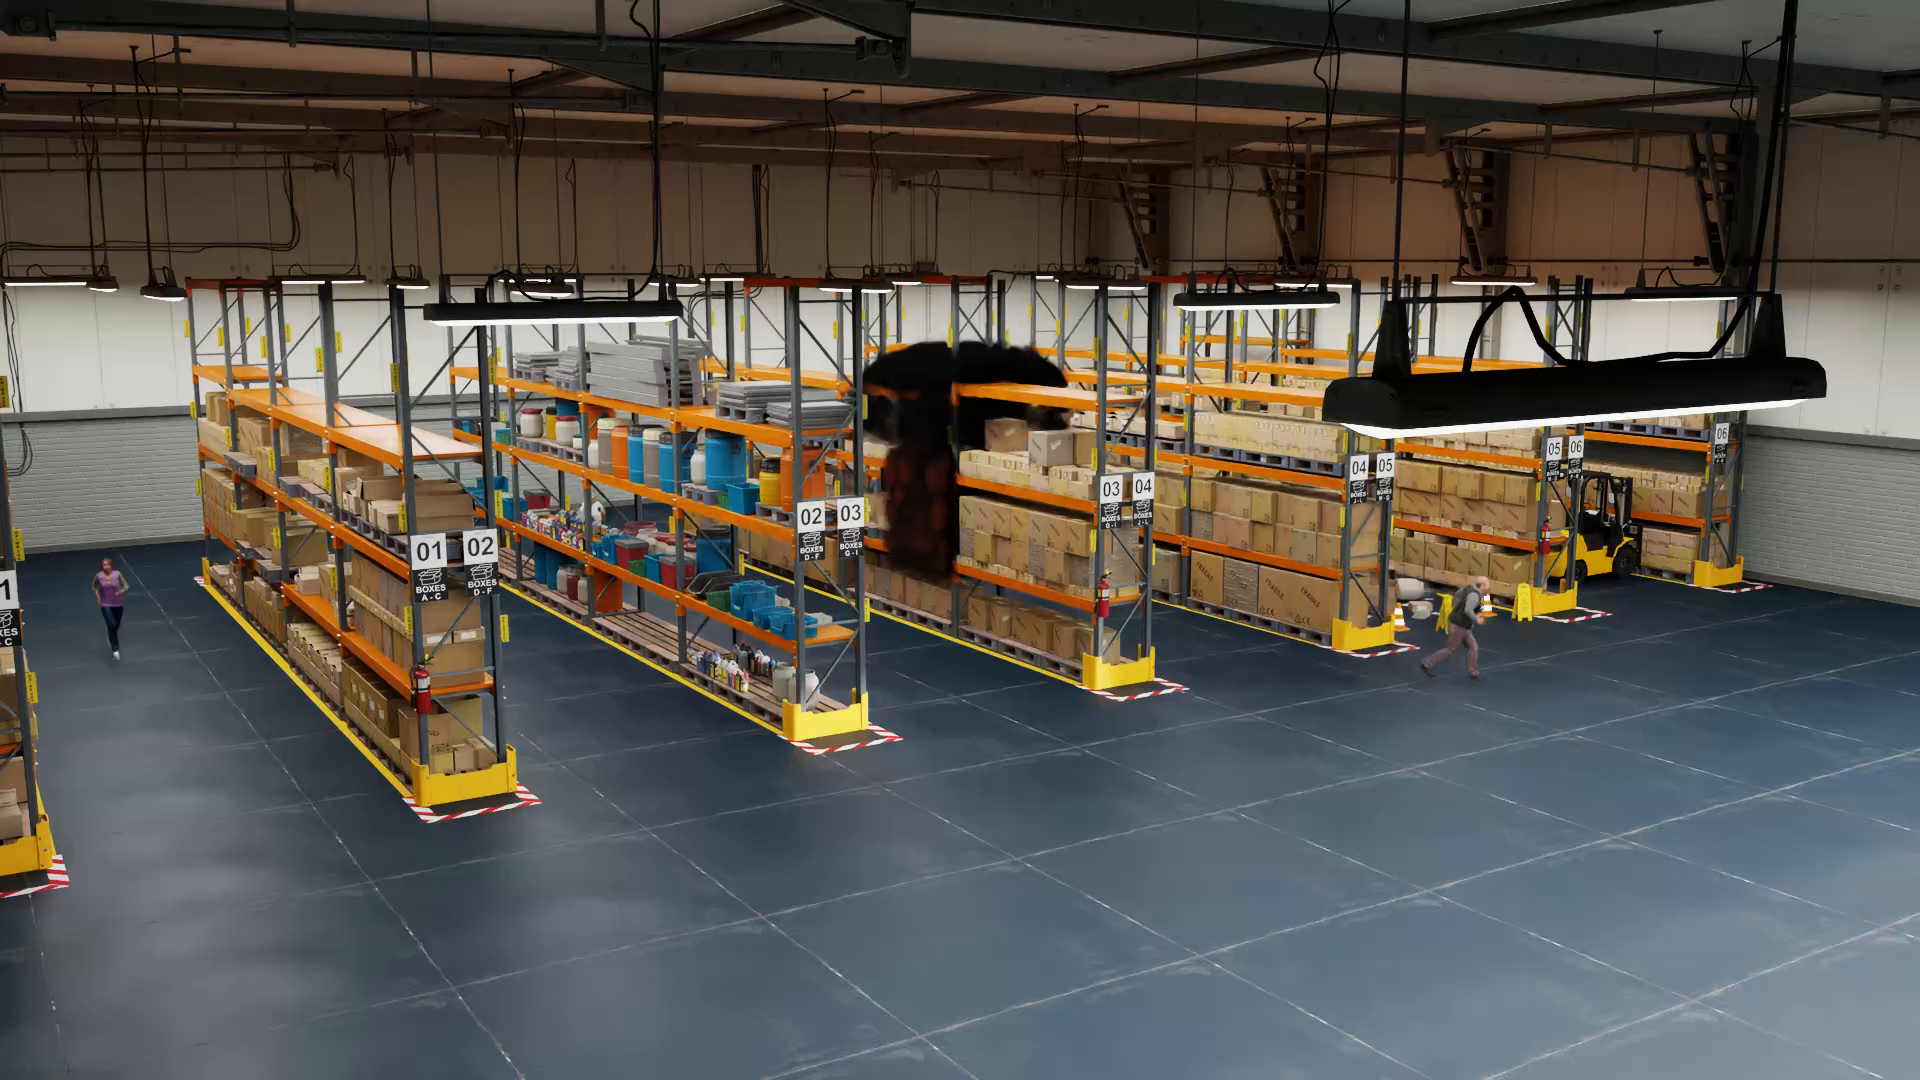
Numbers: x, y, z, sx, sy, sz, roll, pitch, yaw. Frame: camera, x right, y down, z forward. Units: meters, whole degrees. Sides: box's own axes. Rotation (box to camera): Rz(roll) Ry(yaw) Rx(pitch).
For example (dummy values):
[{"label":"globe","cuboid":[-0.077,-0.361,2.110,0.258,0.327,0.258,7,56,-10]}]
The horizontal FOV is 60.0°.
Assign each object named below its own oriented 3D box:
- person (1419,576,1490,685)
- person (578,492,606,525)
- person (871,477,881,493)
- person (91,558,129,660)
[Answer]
[{"label":"person","cuboid":[7.462,1.358,25.096,1.007,1.683,0.697,1,10,5]},{"label":"person","cuboid":[-7.635,-0.206,34.526,0.637,1.630,0.631,-7,12,-35]},{"label":"person","cuboid":[-2.097,-1.527,41.905,0.553,1.717,0.699,-8,12,-40]},{"label":"person","cuboid":[-13.681,1.071,26.836,0.525,1.611,0.820,-6,11,-33]}]
